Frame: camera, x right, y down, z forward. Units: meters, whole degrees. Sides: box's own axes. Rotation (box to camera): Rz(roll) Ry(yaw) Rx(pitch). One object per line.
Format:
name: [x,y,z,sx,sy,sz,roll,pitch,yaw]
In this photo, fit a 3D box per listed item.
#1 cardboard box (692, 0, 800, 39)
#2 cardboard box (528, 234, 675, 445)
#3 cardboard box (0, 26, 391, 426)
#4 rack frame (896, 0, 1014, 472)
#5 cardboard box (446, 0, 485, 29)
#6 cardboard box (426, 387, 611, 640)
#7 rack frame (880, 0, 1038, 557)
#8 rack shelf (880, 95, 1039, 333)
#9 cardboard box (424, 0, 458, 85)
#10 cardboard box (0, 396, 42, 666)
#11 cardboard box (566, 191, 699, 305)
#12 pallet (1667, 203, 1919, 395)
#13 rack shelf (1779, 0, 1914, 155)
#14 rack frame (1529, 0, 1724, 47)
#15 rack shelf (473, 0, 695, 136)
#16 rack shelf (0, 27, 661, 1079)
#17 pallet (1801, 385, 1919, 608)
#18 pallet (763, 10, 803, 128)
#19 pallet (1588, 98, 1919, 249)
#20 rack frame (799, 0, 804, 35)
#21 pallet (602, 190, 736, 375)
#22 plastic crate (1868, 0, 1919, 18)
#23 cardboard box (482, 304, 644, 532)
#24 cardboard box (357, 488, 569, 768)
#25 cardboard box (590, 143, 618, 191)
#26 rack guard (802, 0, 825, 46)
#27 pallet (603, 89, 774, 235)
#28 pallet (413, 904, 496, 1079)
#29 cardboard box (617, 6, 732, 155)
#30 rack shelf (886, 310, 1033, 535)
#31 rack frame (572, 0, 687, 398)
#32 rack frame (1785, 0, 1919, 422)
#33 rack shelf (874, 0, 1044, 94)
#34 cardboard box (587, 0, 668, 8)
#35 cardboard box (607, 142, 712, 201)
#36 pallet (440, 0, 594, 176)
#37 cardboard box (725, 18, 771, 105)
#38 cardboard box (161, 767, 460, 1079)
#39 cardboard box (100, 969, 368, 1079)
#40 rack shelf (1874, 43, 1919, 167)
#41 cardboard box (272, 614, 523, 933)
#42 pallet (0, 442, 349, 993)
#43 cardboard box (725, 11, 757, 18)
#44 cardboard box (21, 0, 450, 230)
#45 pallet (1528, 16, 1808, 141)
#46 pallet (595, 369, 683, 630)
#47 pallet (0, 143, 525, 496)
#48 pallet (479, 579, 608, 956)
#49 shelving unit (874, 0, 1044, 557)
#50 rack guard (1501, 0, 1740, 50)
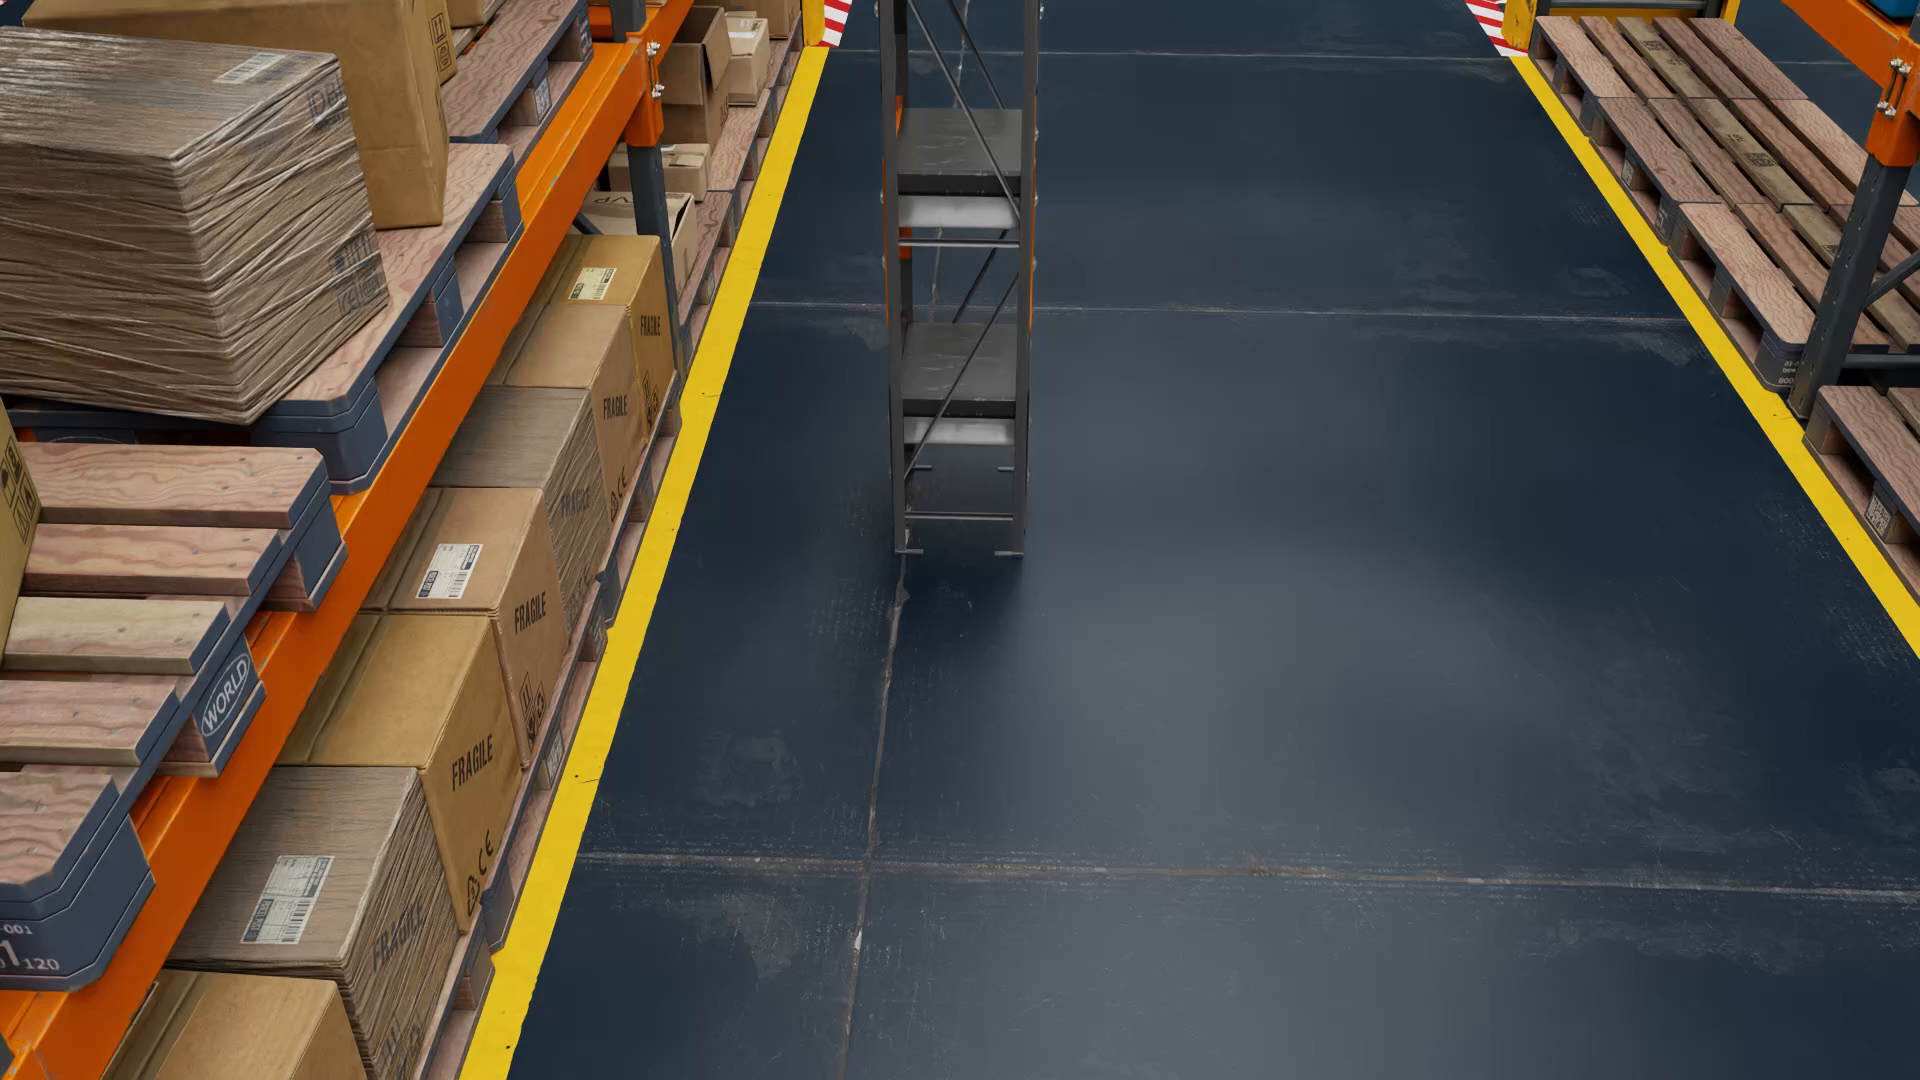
cardboard box: [-1.117,-2.921,8.589,0.500,0.500,0.500,1,35,2]
cardboard box: [-1.235,-0.651,5.359,0.500,0.500,0.500,1,35,2]
cardboard box: [-1.522,-0.584,3.020,0.700,0.500,0.500,8,36,11]
rack frame: [0.016,-1.094,4.981,0.400,2.100,0.015,1,35,2]
cardboard box: [-1.744,-1.730,4.650,0.700,0.500,0.500,-10,36,-14]
cardboard box: [-1.284,-0.079,4.545,0.500,0.500,0.500,2,35,2]
rack frame: [-0.003,-0.814,4.582,0.400,2.100,0.015,1,35,2]
rack shelf: [0.007,-0.943,4.789,0.431,0.518,0.480,1,35,2]
cardboard box: [-1.708,-1.333,4.086,0.700,0.500,0.500,7,36,9]
cardboard box: [-1.750,-0.063,2.279,0.700,0.500,0.500,-10,36,-14]
cardboard box: [-1.269,-1.100,6.162,0.500,0.311,0.500,1,35,2]
pallet: [3.438,-0.950,6.418,1.003,0.211,1.213,1,35,2]
rack shelf: [3.528,-2.522,6.856,1.077,0.370,4.000,1,35,2]
rack frame: [3.608,-3.966,8.284,1.000,3.000,0.127,1,35,2]
rack shelf: [-1.421,-2.639,7.022,1.077,0.370,4.000,1,35,2]
rack shelf: [-1.582,-0.341,3.752,1.077,0.370,4.000,1,35,2]
pallet: [3.375,-0.084,5.186,1.003,0.211,1.213,1,35,2]
pallet: [-1.375,-2.439,8.538,1.003,0.211,1.213,1,35,2]
pallet: [3.485,-1.653,7.418,1.003,0.211,1.213,1,35,2]
rack frame: [-1.341,-4.082,8.450,1.000,3.000,0.127,1,35,2]
pallet: [-1.473,-1.038,6.543,1.003,0.211,1.213,1,35,2]
plastic crate: [3.126,-1.962,5.394,0.392,0.384,0.575,1,35,2]
cardboard box: [-1.263,-0.367,4.955,0.500,0.500,0.500,1,35,2]
cardboard box: [-1.302,0.213,4.130,0.500,0.500,0.500,0,35,0]
cardboard box: [-1.732,-1.629,6.915,0.500,0.311,0.500,1,35,2]
rack guard: [-1.344,-3.016,9.106,1.175,0.500,0.348,1,35,2]
pallet: [-1.427,-1.740,7.543,1.003,0.211,1.213,1,35,2]
pallet: [-1.594,1.227,3.321,1.003,0.211,1.213,1,35,2]
cardboard box: [-1.431,-2.022,7.307,0.797,0.503,0.637,1,35,2]
rack shelf: [0.007,-0.370,5.192,0.431,0.518,0.480,1,35,2]
rack frame: [-1.502,-1.784,5.180,1.000,3.000,0.127,1,35,2]
rack frame: [3.448,-1.667,5.014,1.000,3.000,0.127,1,35,2]
rack shelf: [0.007,-1.516,4.387,0.431,0.518,0.480,1,35,2]
cardboard box: [-1.209,-2.111,5.559,0.500,0.500,0.500,2,35,3]
cardboard box: [-1.244,-1.538,6.911,0.380,0.166,0.250,1,35,2]
pallet: [-1.643,-1.249,4.585,1.003,0.211,1.213,1,35,2]
cardboard box: [-1.185,-2.274,7.886,0.500,0.250,0.500,1,35,2]
cardboard box: [-1.343,0.801,3.293,0.500,0.500,0.500,0,35,0]
cardboard box: [-1.358,1.102,2.865,0.500,0.500,0.500,3,35,4]
rack shelf: [3.367,-0.224,3.586,1.077,0.370,4.000,1,35,2]
cardboard box: [-1.318,0.513,3.703,0.500,0.500,0.500,1,35,1]
pallet: [-1.705,0.202,2.521,1.213,0.211,1.003,1,35,2]
cardboard box: [-1.223,-2.554,8.357,0.380,0.166,0.250,1,35,2]
cardboard box: [-1.511,-0.980,3.584,0.700,0.500,0.500,-7,36,-10]
pallet: [3.536,-2.352,8.413,1.003,0.211,1.213,1,35,2]
pallet: [-1.496,-0.175,5.315,1.003,0.211,1.213,1,35,2]
pallet: [-1.589,-0.525,3.555,1.003,0.211,1.213,1,35,2]
pallet: [-1.543,0.528,4.315,1.003,0.211,1.213,1,35,2]
shelving unit: [0.007,-0.954,4.782,0.431,2.100,0.503,1,35,2]
rack guard: [3.596,-2.957,9.023,1.175,0.500,0.348,1,35,2]
